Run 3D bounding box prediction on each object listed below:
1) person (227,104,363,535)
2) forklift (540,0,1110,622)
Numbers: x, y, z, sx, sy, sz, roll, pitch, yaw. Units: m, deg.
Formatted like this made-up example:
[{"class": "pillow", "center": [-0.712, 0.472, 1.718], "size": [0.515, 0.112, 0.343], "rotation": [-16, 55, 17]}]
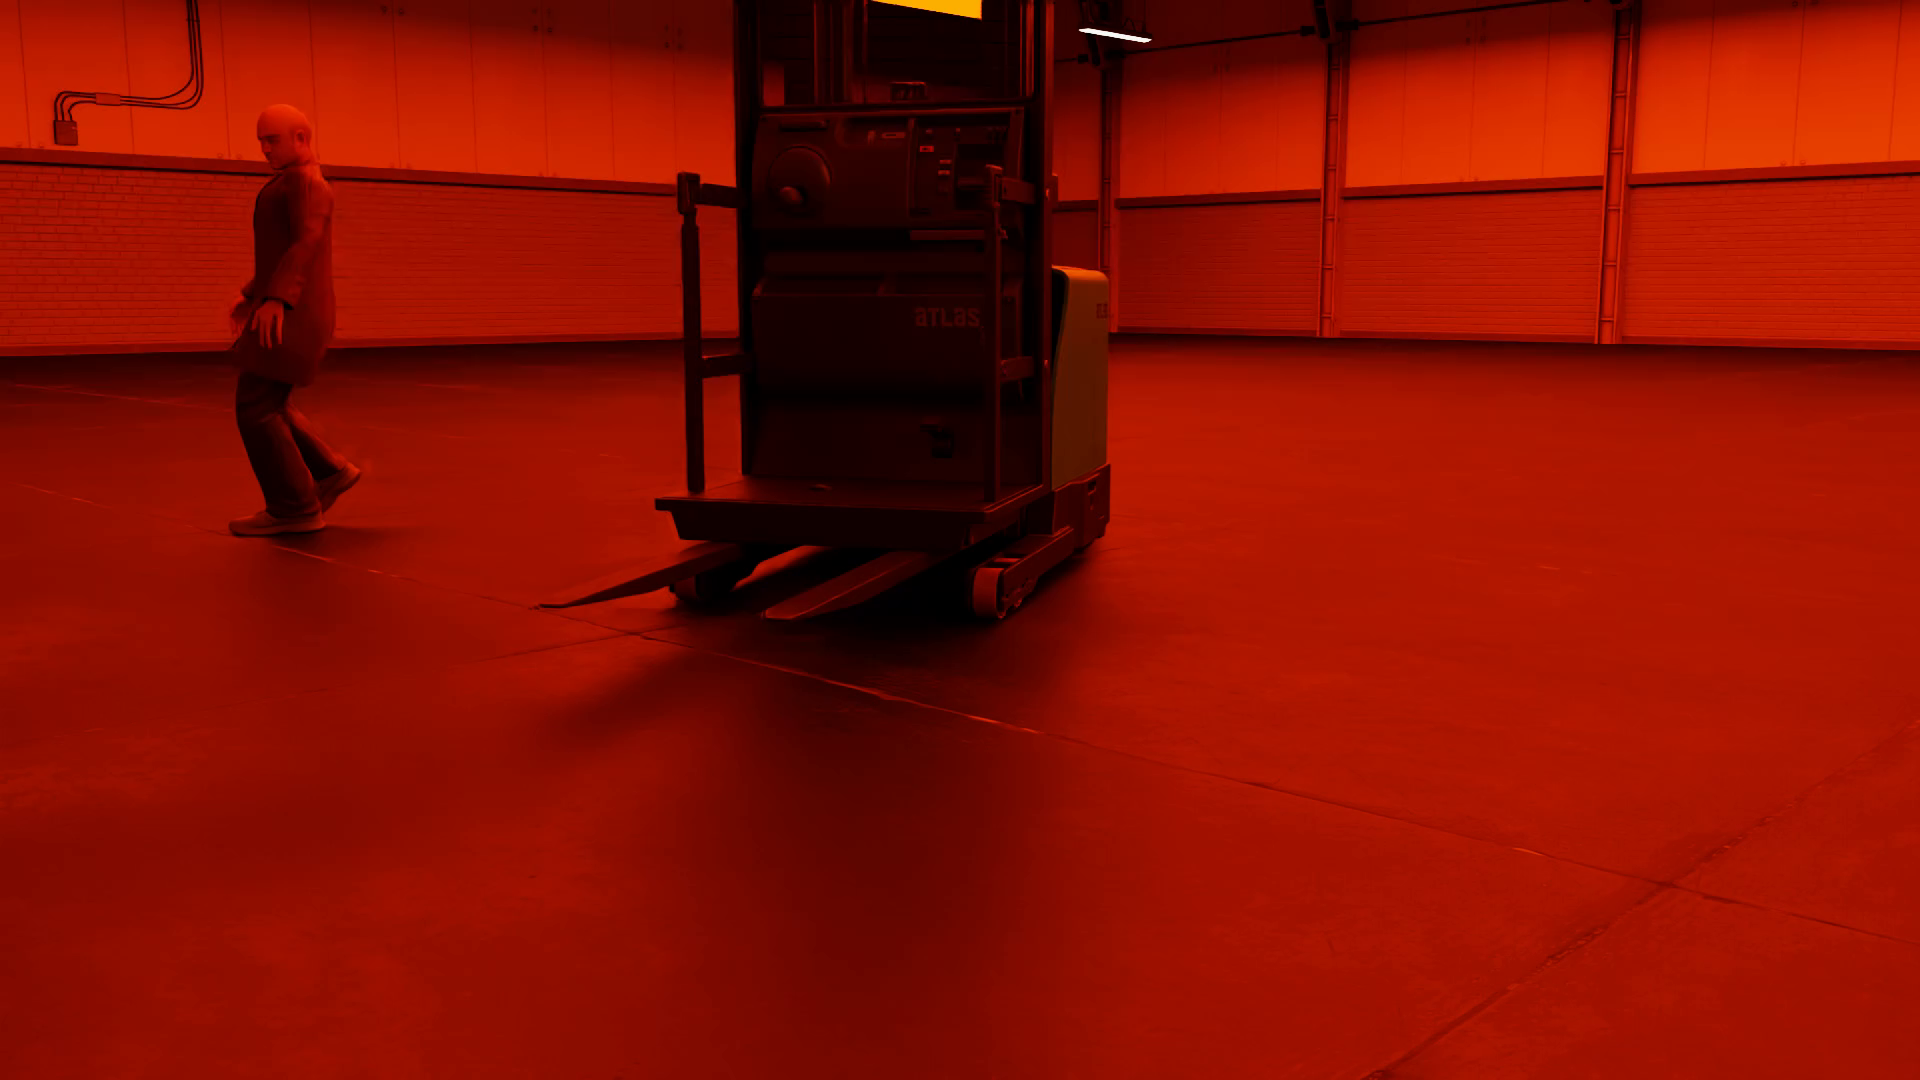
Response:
[{"class": "person", "center": [-2.780, -0.886, 6.794], "size": [0.508, 1.749, 0.796], "rotation": [-1, 9, -9]}, {"class": "forklift", "center": [-0.301, -1.238, 5.308], "size": [1.129, 2.867, 3.031], "rotation": [3, 9, 16]}]
